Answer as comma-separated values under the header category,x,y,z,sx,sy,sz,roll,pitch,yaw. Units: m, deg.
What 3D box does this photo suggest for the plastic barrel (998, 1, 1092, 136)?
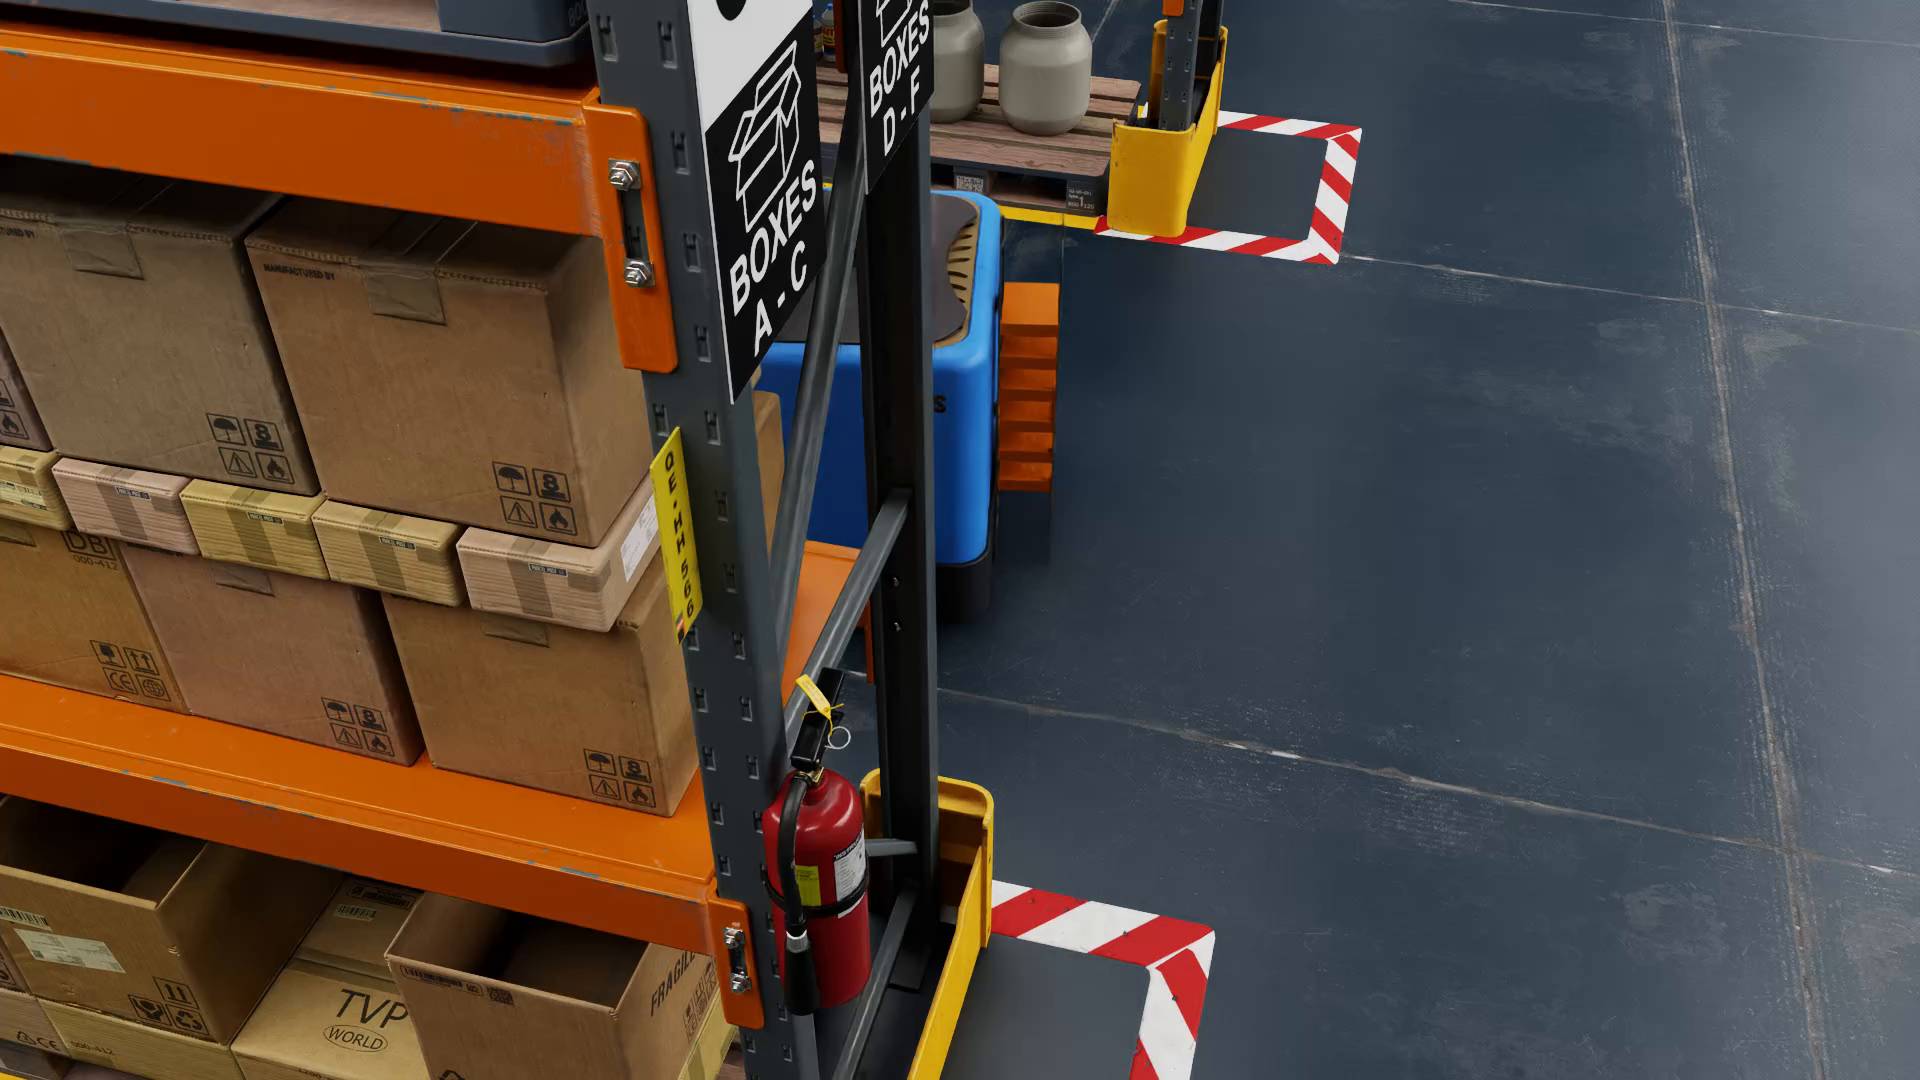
category,x,y,z,sx,sy,sz,roll,pitch,yaw
plastic barrel,0.387,-2.150,7.586,0.421,0.512,0.421,0,40,0

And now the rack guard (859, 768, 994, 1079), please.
category,x,y,z,sx,sy,sz,roll,pitch,yaw
rack guard,-0.218,1.158,3.983,0.348,0.500,1.175,10,41,11

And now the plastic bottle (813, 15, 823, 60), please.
category,x,y,z,sx,sy,sz,roll,pitch,yaw
plastic bottle,-0.728,-2.489,8.215,0.097,0.201,0.097,0,40,0

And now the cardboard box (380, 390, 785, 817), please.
category,x,y,z,sx,sy,sz,roll,pitch,yaw
cardboard box,-0.689,0.073,3.253,0.500,0.500,0.700,10,41,11

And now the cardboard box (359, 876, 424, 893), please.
category,x,y,z,sx,sy,sz,roll,pitch,yaw
cardboard box,-1.186,0.781,4.300,0.500,0.250,0.500,10,41,11

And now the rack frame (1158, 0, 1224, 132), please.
category,x,y,z,sx,sy,sz,roll,pitch,yaw
rack frame,1.043,-2.880,6.847,0.127,3.000,1.000,10,41,11

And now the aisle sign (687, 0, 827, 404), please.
category,x,y,z,sx,sy,sz,roll,pitch,yaw
aisle sign,-0.254,-0.605,2.117,0.004,0.787,0.394,10,41,11

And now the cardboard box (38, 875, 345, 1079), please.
category,x,y,z,sx,sy,sz,roll,pitch,yaw
cardboard box,-1.805,1.026,4.008,0.500,0.250,0.500,10,41,11

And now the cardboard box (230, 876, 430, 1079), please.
category,x,y,z,sx,sy,sz,roll,pitch,yaw
cardboard box,-1.322,1.108,3.910,0.500,0.250,0.500,10,41,11

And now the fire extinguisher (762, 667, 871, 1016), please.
category,x,y,z,sx,sy,sz,roll,pitch,yaw
fire extinguisher,-0.247,0.535,2.841,0.183,0.674,0.296,10,41,11

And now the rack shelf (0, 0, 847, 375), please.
category,x,y,z,sx,sy,sz,roll,pitch,yaw
rack shelf,-2.173,-1.009,2.846,4.000,0.370,1.077,10,41,11

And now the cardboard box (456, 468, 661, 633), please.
category,x,y,z,sx,sy,sz,roll,pitch,yaw
cardboard box,-0.660,-0.035,2.877,0.250,0.149,0.380,9,41,11

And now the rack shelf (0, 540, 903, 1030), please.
category,x,y,z,sx,sy,sz,roll,pitch,yaw
rack shelf,-2.173,0.140,3.811,4.000,0.370,1.077,10,41,11

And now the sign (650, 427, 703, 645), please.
category,x,y,z,sx,sy,sz,roll,pitch,yaw
sign,-0.395,-0.003,2.336,0.005,0.325,0.100,10,41,11

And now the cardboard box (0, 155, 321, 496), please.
category,x,y,z,sx,sy,sz,roll,pitch,yaw
cardboard box,-1.250,-0.517,2.946,0.500,0.500,0.700,9,41,10

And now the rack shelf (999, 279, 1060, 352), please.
category,x,y,z,sx,sy,sz,roll,pitch,yaw
rack shelf,0.218,-0.696,5.155,0.180,0.103,0.258,2,40,3

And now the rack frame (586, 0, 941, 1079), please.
category,x,y,z,sx,sy,sz,roll,pitch,yaw
rack frame,-0.241,0.197,3.183,0.127,3.000,1.000,10,41,11

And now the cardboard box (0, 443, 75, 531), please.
category,x,y,z,sx,sy,sz,roll,pitch,yaw
cardboard box,-1.656,-0.207,3.082,0.250,0.149,0.380,11,41,13

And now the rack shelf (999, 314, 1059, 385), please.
category,x,y,z,sx,sy,sz,roll,pitch,yaw
rack shelf,0.218,-0.604,5.232,0.180,0.103,0.258,2,40,3

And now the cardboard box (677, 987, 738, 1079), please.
category,x,y,z,sx,sy,sz,roll,pitch,yaw
cardboard box,-0.836,1.183,3.820,0.500,0.250,0.500,10,41,11

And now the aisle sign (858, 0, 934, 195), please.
category,x,y,z,sx,sy,sz,roll,pitch,yaw
aisle sign,-0.099,-0.978,2.561,0.004,0.787,0.394,10,41,11

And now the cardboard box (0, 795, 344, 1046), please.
category,x,y,z,sx,sy,sz,roll,pitch,yaw
cardboard box,-1.806,0.740,3.765,0.500,0.500,0.500,10,41,11

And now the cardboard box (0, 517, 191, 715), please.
category,x,y,z,sx,sy,sz,roll,pitch,yaw
cardboard box,-1.676,-0.098,3.456,0.500,0.500,0.700,10,41,12

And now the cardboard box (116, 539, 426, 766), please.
category,x,y,z,sx,sy,sz,roll,pitch,yaw
cardboard box,-1.198,-0.011,3.353,0.500,0.500,0.700,11,41,13

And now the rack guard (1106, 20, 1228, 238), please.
category,x,y,z,sx,sy,sz,roll,pitch,yaw
rack guard,0.957,-1.906,7.631,0.348,0.500,1.175,10,41,11

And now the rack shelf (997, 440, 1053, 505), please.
category,x,y,z,sx,sy,sz,roll,pitch,yaw
rack shelf,0.218,-0.236,5.541,0.180,0.103,0.258,2,40,3

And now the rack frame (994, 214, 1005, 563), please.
category,x,y,z,sx,sy,sz,roll,pitch,yaw
rack frame,0.126,-0.458,5.362,0.006,1.200,0.240,2,40,3

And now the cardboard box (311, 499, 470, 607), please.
category,x,y,z,sx,sy,sz,roll,pitch,yaw
cardboard box,-0.913,-0.078,2.928,0.250,0.149,0.380,11,41,13

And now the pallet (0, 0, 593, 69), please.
category,x,y,z,sx,sy,sz,roll,pitch,yaw
pallet,-0.918,-1.052,2.406,1.213,0.211,1.003,10,41,11

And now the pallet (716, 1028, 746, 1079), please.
category,x,y,z,sx,sy,sz,roll,pitch,yaw
pallet,-0.991,1.163,4.201,1.213,0.211,1.003,10,41,11

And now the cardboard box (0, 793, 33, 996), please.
category,x,y,z,sx,sy,sz,roll,pitch,yaw
cardboard box,-2.289,0.656,3.864,0.500,0.500,0.500,10,41,11

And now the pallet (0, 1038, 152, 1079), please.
category,x,y,z,sx,sy,sz,roll,pitch,yaw
pallet,-2.166,0.959,4.444,1.213,0.211,1.003,10,41,11

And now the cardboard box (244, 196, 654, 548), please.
category,x,y,z,sx,sy,sz,roll,pitch,yaw
cardboard box,-0.740,-0.433,2.846,0.500,0.500,0.700,10,41,12

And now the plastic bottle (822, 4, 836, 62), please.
category,x,y,z,sx,sy,sz,roll,pitch,yaw
plastic bottle,-0.628,-2.499,8.172,0.097,0.271,0.097,0,40,0

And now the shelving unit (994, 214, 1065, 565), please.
category,x,y,z,sx,sy,sz,roll,pitch,yaw
shelving unit,0.218,-0.454,5.358,0.189,1.200,0.258,2,40,3

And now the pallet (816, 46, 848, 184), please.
category,x,y,z,sx,sy,sz,roll,pitch,yaw
pallet,-1.001,-2.138,8.132,1.213,0.211,1.003,10,41,11

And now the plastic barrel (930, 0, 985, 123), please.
category,x,y,z,sx,sy,sz,roll,pitch,yaw
plastic barrel,-0.097,-2.233,7.685,0.421,0.512,0.421,0,40,0

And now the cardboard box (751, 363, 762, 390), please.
category,x,y,z,sx,sy,sz,roll,pitch,yaw
cardboard box,-0.565,-0.289,3.180,0.250,0.149,0.380,9,41,11

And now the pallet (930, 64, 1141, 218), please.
category,x,y,z,sx,sy,sz,roll,pitch,yaw
pallet,0.174,-1.934,7.889,1.213,0.211,1.003,10,41,11

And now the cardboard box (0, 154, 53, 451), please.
category,x,y,z,sx,sy,sz,roll,pitch,yaw
cardboard box,-1.737,-0.600,3.046,0.500,0.500,0.700,10,41,12

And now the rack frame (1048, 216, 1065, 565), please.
category,x,y,z,sx,sy,sz,roll,pitch,yaw
rack frame,0.309,-0.451,5.354,0.006,1.200,0.240,2,40,3

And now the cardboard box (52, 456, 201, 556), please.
category,x,y,z,sx,sy,sz,roll,pitch,yaw
cardboard box,-1.402,-0.163,3.030,0.250,0.149,0.380,10,41,12

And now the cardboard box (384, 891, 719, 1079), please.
category,x,y,z,sx,sy,sz,roll,pitch,yaw
cardboard box,-0.836,0.897,3.577,0.500,0.500,0.500,10,41,11

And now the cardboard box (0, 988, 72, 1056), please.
category,x,y,z,sx,sy,sz,roll,pitch,yaw
cardboard box,-2.288,0.941,4.108,0.500,0.250,0.500,10,41,11

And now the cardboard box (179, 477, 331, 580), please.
category,x,y,z,sx,sy,sz,roll,pitch,yaw
cardboard box,-1.160,-0.120,2.979,0.250,0.149,0.380,9,41,11

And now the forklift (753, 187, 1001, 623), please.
category,x,y,z,sx,sy,sz,roll,pitch,yaw
forklift,-1.393,-1.191,4.890,3.031,2.935,1.130,2,40,3

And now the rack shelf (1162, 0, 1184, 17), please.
category,x,y,z,sx,sy,sz,roll,pitch,yaw
rack shelf,-0.889,-2.937,7.474,4.000,0.370,1.077,10,41,11

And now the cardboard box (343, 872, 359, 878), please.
category,x,y,z,sx,sy,sz,roll,pitch,yaw
cardboard box,-1.669,0.697,4.399,0.500,0.250,0.500,10,41,11

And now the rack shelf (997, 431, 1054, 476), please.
category,x,y,z,sx,sy,sz,roll,pitch,yaw
rack shelf,0.218,-0.328,5.464,0.180,0.103,0.258,2,40,3

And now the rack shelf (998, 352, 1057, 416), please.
category,x,y,z,sx,sy,sz,roll,pitch,yaw
rack shelf,0.218,-0.512,5.309,0.180,0.103,0.258,2,40,3

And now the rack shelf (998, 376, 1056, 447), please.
category,x,y,z,sx,sy,sz,roll,pitch,yaw
rack shelf,0.218,-0.420,5.387,0.180,0.103,0.258,2,40,3
